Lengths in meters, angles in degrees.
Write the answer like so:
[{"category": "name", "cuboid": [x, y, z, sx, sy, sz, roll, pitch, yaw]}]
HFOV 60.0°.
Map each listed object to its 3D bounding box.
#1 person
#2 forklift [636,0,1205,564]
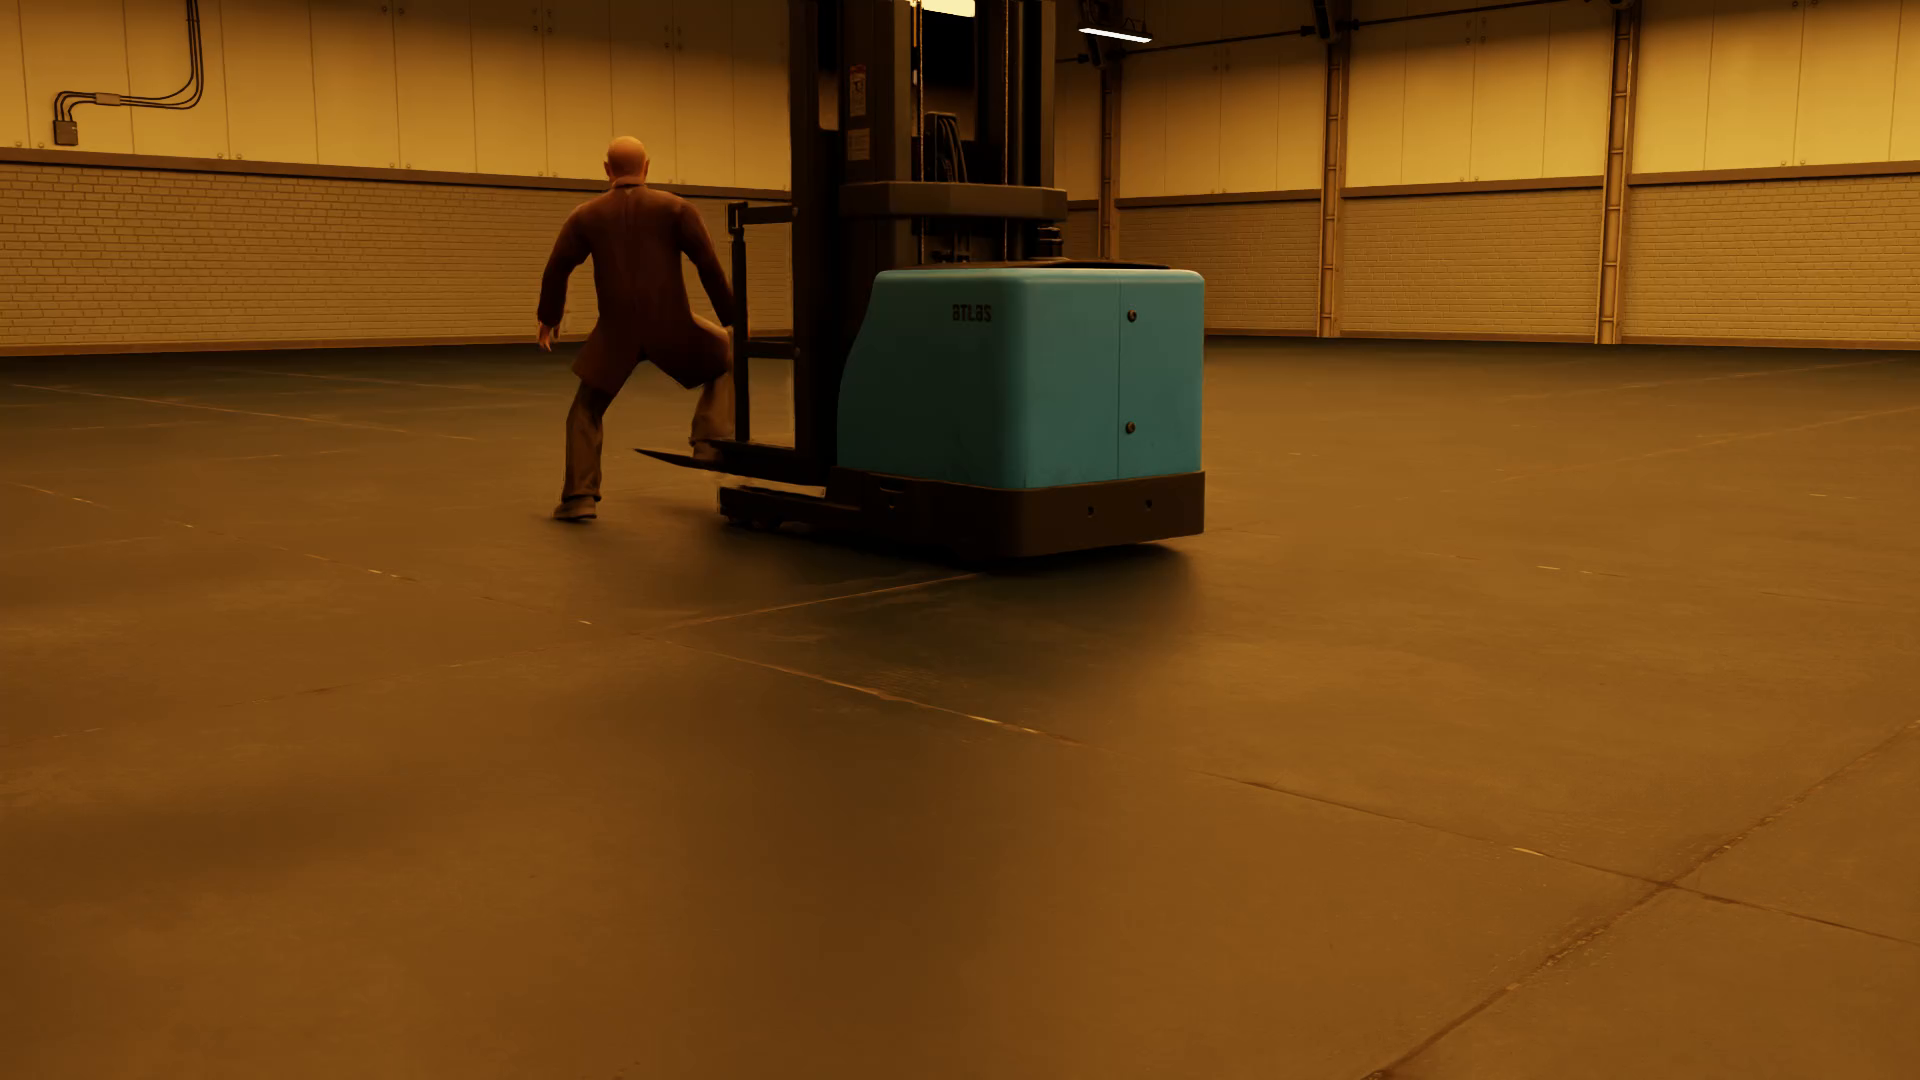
[{"category": "person", "cuboid": [-1.423, -0.933, 7.388, 0.990, 1.681, 0.709, 0, 9, 3]}, {"category": "forklift", "cuboid": [-0.379, -1.533, 7.057, 1.130, 2.935, 3.031, -7, 11, -39]}]
